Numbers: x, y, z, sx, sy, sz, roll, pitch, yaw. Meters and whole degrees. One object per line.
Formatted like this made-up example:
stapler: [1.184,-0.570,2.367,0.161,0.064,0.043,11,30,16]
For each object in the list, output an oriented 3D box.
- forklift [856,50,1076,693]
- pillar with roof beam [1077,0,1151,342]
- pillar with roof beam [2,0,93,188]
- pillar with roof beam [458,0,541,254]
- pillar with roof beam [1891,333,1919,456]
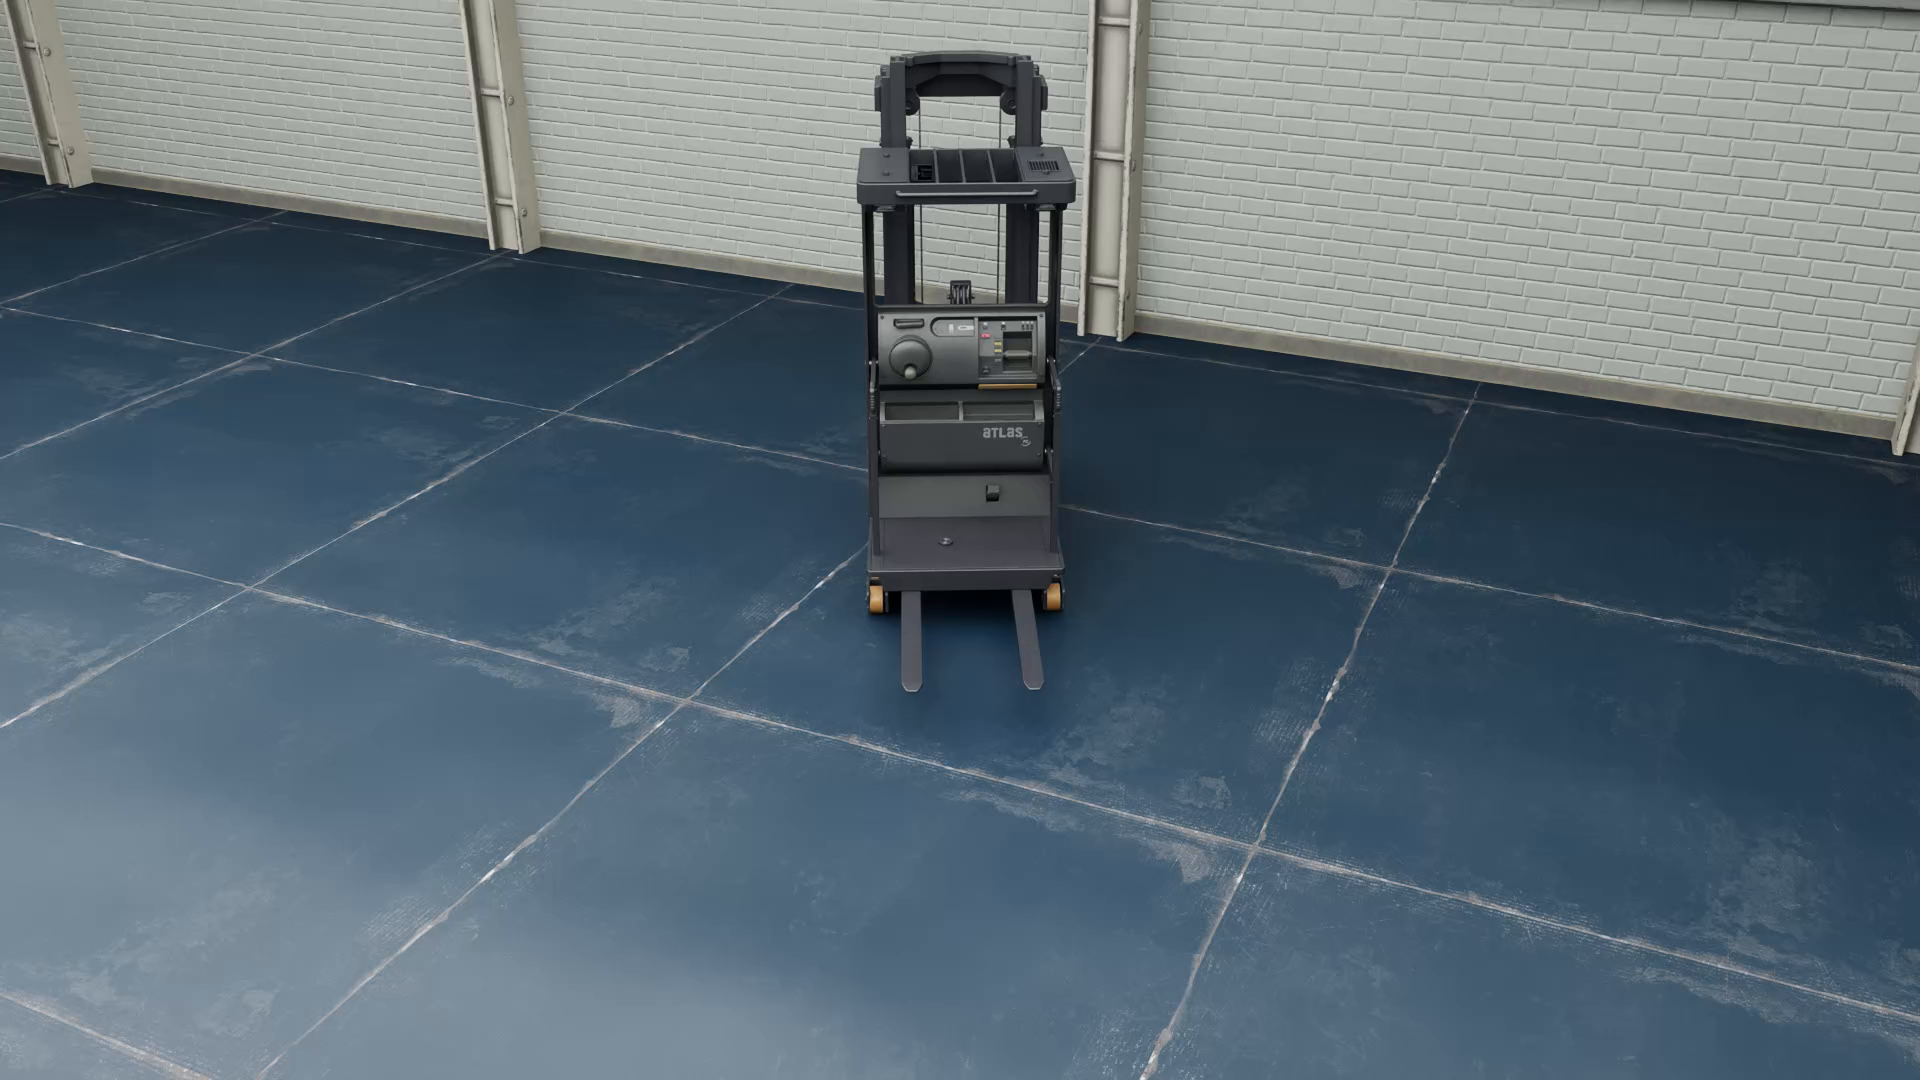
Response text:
forklift: [0.020,-1.039,9.042,1.130,2.935,3.031,-1,26,-2]
pillar with roof beam: [-0.576,-4.018,8.224,0.400,9.000,9.100,11,28,22]
pillar with roof beam: [-11.499,-6.212,12.680,0.400,9.000,9.100,11,28,22]
pillar with roof beam: [-6.037,-5.115,10.452,0.400,9.000,9.100,11,28,22]
pillar with roof beam: [4.886,-2.921,5.996,0.400,9.000,9.100,11,28,22]
